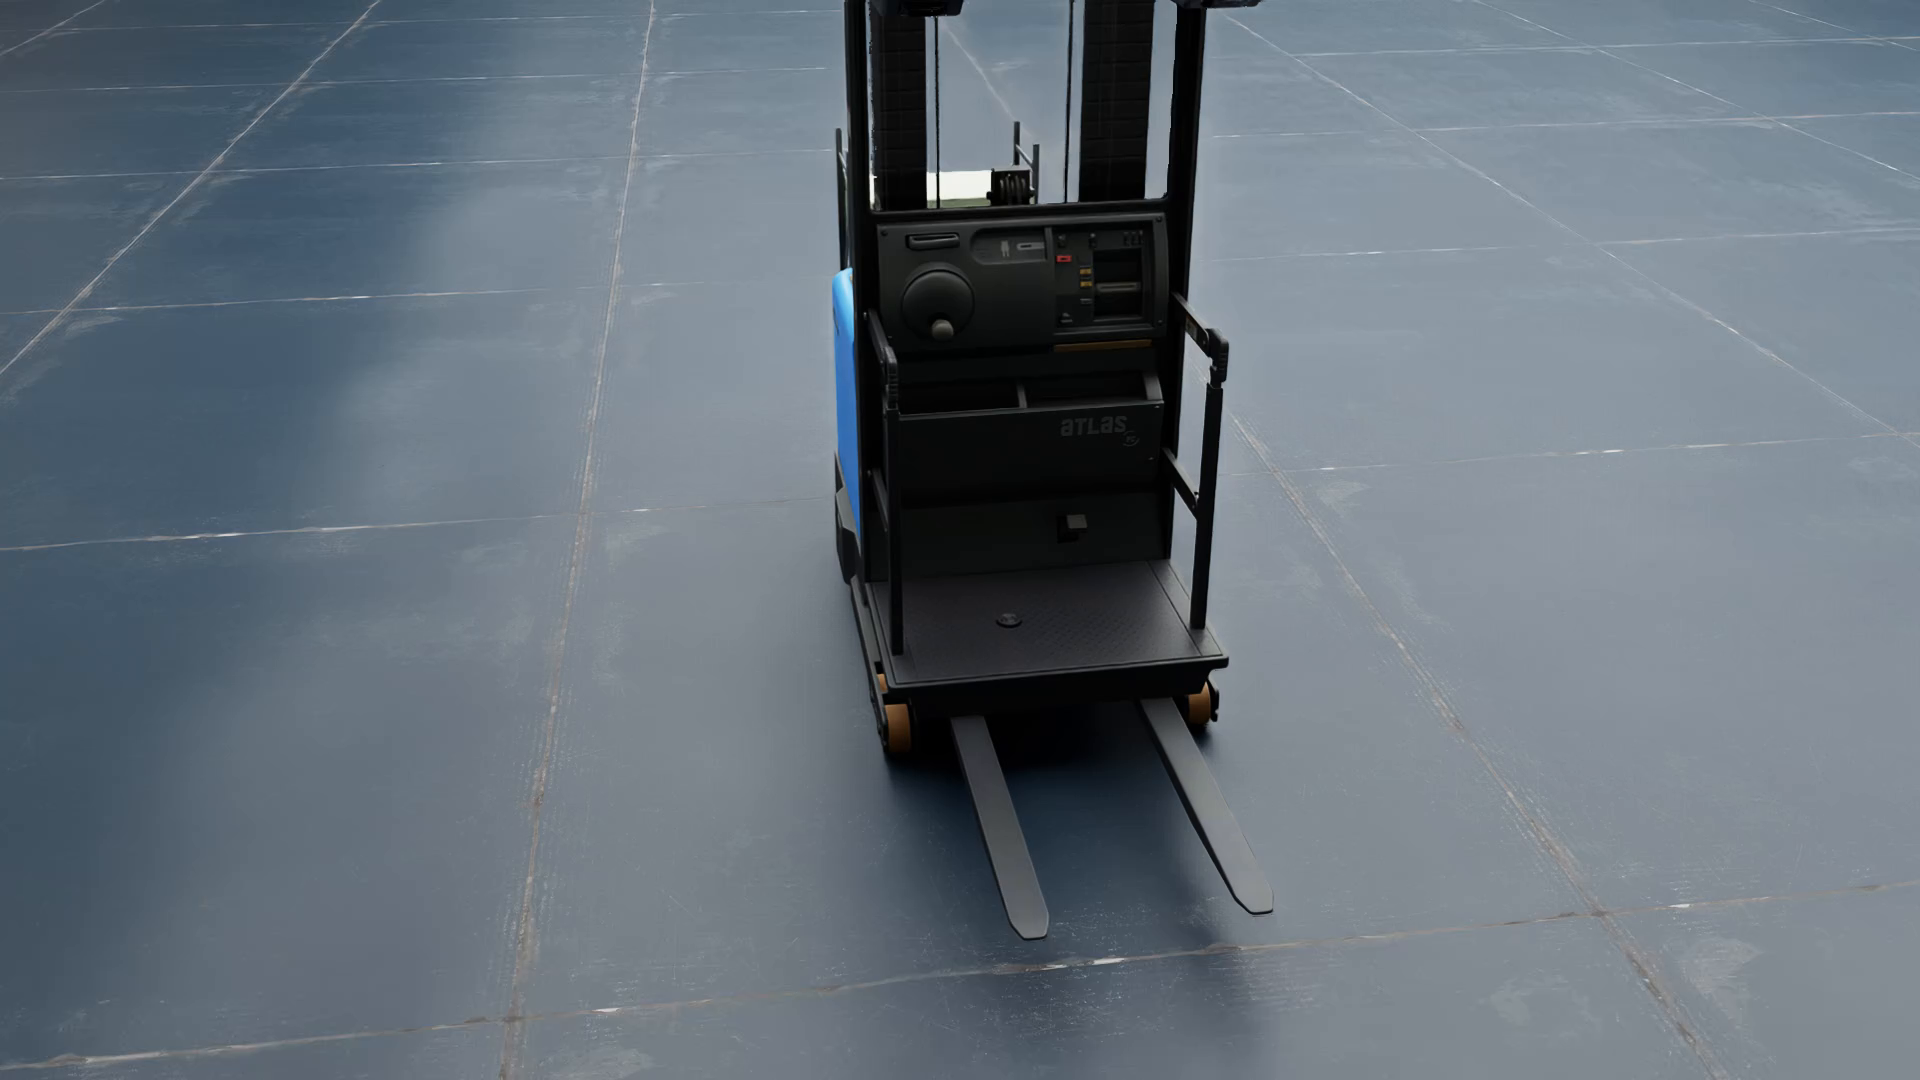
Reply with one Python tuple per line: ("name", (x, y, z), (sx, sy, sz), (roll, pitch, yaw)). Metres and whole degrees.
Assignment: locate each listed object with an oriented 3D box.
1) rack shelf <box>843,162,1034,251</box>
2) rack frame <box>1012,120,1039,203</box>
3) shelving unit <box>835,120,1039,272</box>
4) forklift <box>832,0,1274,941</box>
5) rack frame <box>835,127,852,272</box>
("rack shelf", (-0.098, -1.284, 6.756), (0.720, 0.370, 0.431), (-5, 28, -9))
("rack frame", (0.263, -0.967, 6.991), (0.023, 1.500, 0.400), (-5, 28, -9))
("shelving unit", (-0.098, -0.937, 6.934), (0.755, 1.500, 0.431), (-5, 28, -9))
("forklift", (0.241, -0.788, 5.075), (1.130, 2.935, 3.031), (-4, 27, -8))
("rack frame", (-0.458, -0.908, 6.876), (0.023, 1.500, 0.400), (-5, 28, -9))
